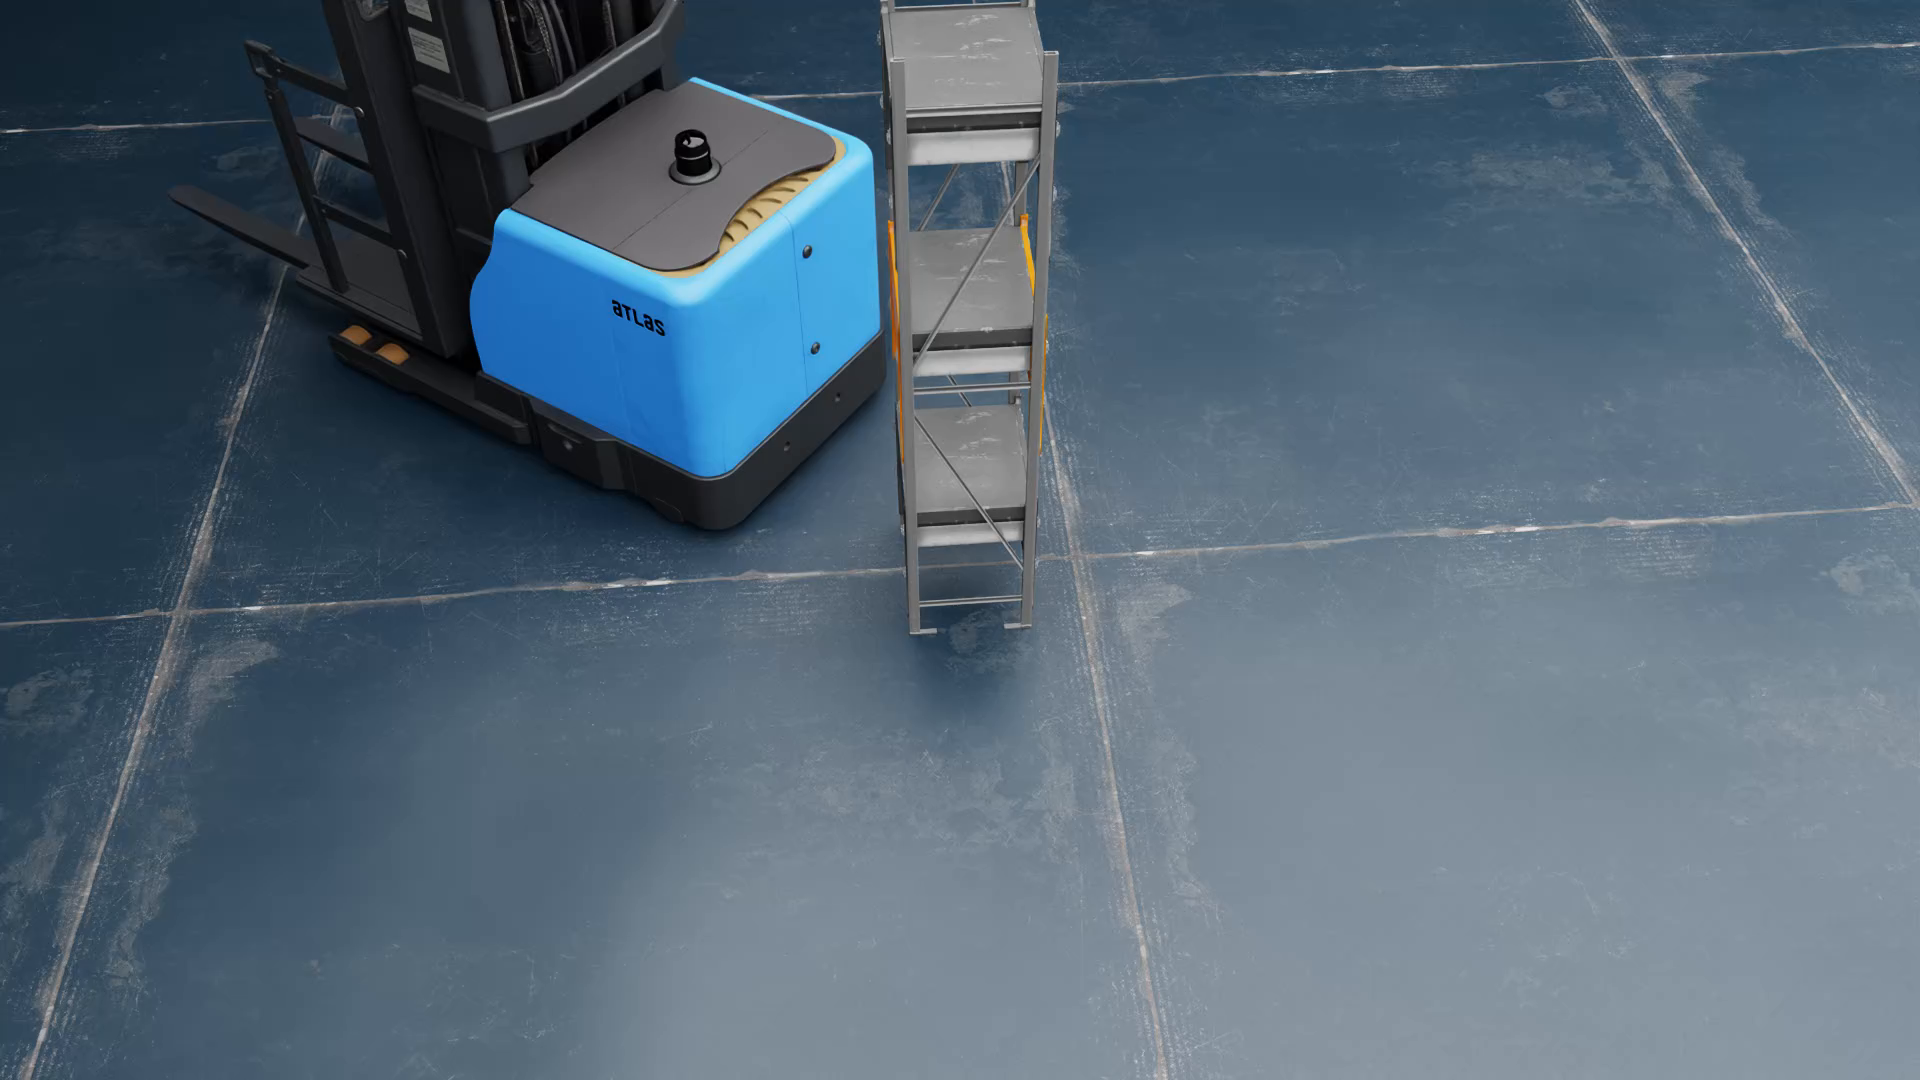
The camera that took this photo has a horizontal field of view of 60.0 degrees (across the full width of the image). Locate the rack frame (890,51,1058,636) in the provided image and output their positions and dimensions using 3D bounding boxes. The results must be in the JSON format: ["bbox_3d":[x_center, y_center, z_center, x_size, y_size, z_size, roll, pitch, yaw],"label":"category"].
[{"bbox_3d":[0.034,-0.426,4.707,0.400,2.100,0.015,-3,47,-3],"label":"rack frame"}]

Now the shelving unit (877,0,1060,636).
[{"bbox_3d":[0.014,-0.602,4.874,0.431,2.100,0.503,-3,47,-3],"label":"shelving unit"}]

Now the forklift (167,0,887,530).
[{"bbox_3d":[-1.790,-1.880,5.512,3.031,2.935,1.130,25,52,22],"label":"forklift"}]

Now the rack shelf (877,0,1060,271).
[{"bbox_3d":[0.014,-1.074,4.376,0.431,0.518,0.480,-3,47,-3],"label":"rack shelf"}]

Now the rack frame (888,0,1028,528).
[{"bbox_3d":[-0.007,-0.779,5.041,0.400,2.100,0.015,-3,47,-3],"label":"rack frame"}]

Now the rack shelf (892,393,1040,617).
[{"bbox_3d":[0.014,-0.112,5.392,0.431,0.518,0.480,-3,47,-3],"label":"rack shelf"}]

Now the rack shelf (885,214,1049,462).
[{"bbox_3d":[0.014,-0.593,4.884,0.431,0.518,0.480,-3,47,-3],"label":"rack shelf"}]
